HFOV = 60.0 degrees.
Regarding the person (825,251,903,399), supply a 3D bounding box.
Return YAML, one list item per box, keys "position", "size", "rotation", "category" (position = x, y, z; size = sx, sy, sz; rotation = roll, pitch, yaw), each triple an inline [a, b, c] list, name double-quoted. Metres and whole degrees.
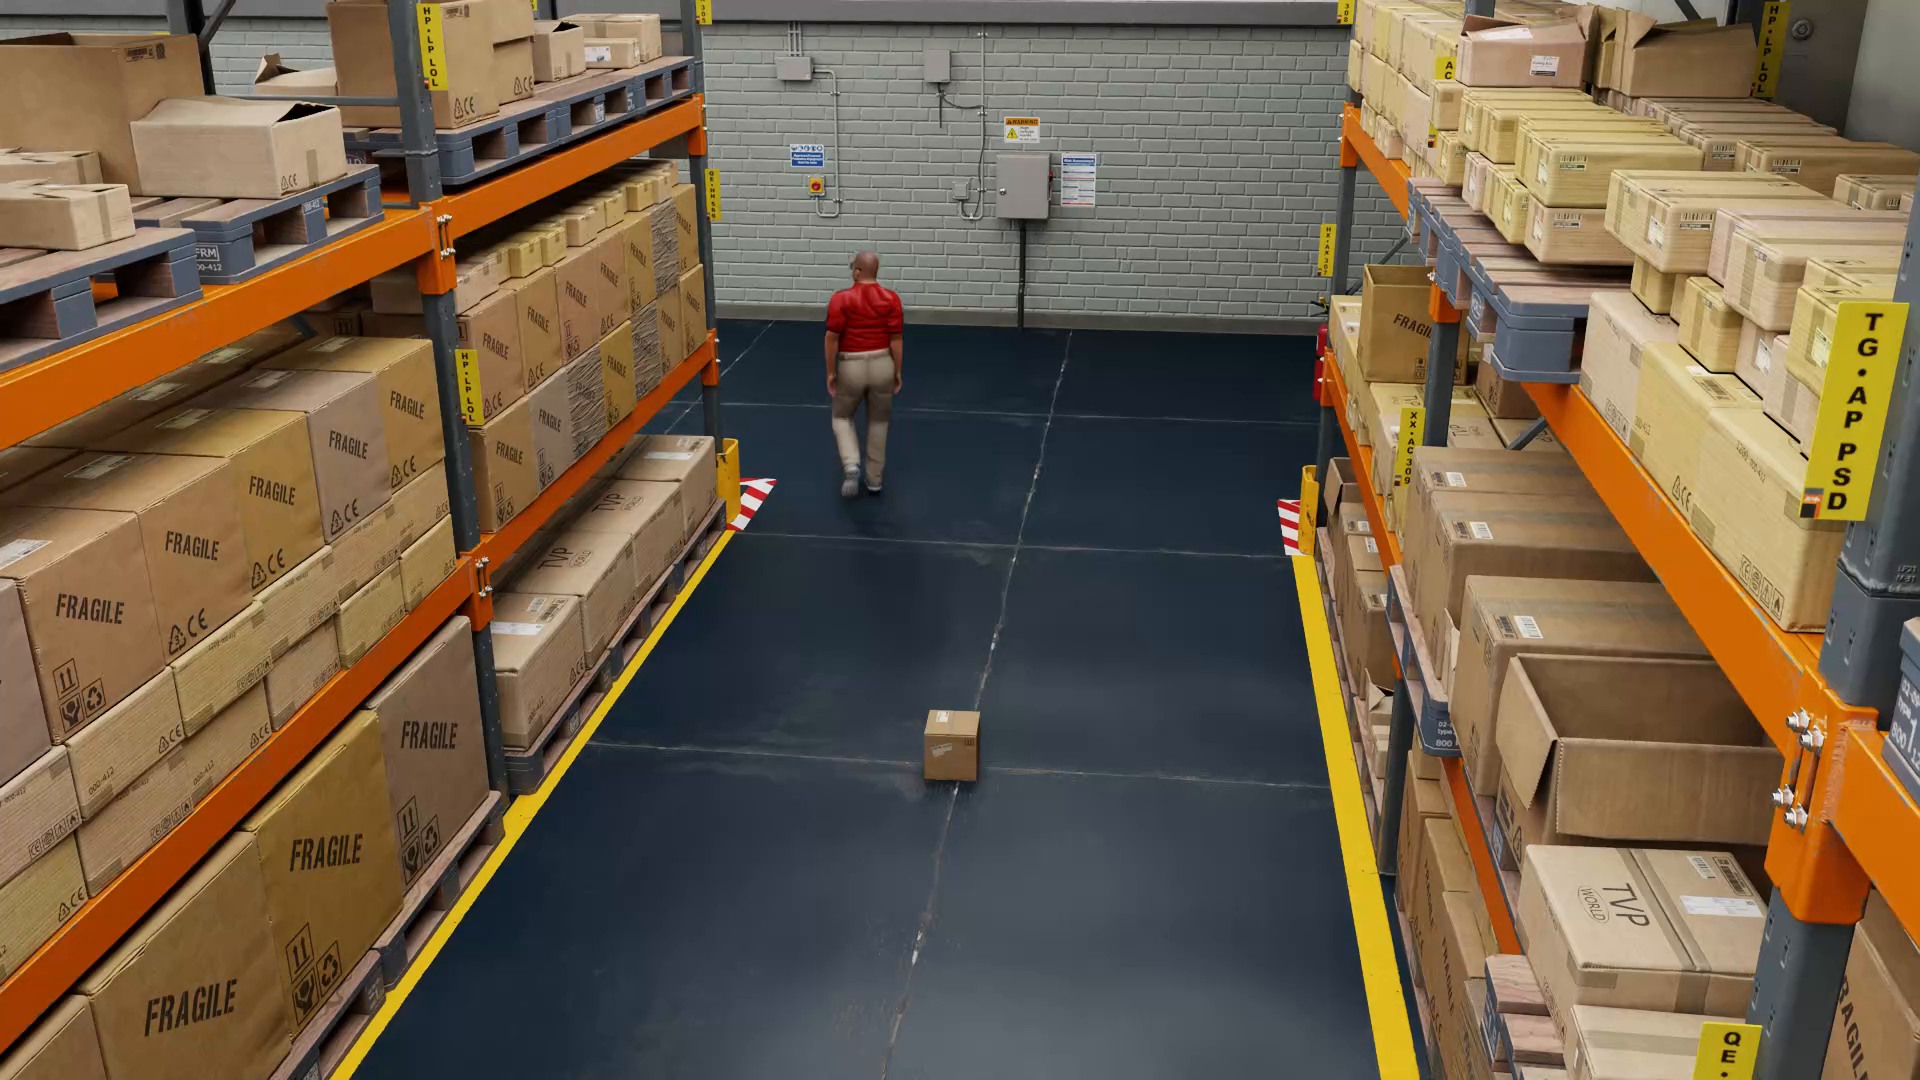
- position: [-0.667, -1.474, 11.425]
  size: [0.547, 1.039, 0.341]
  rotation: [-3, 21, -9]
  category: "person"
